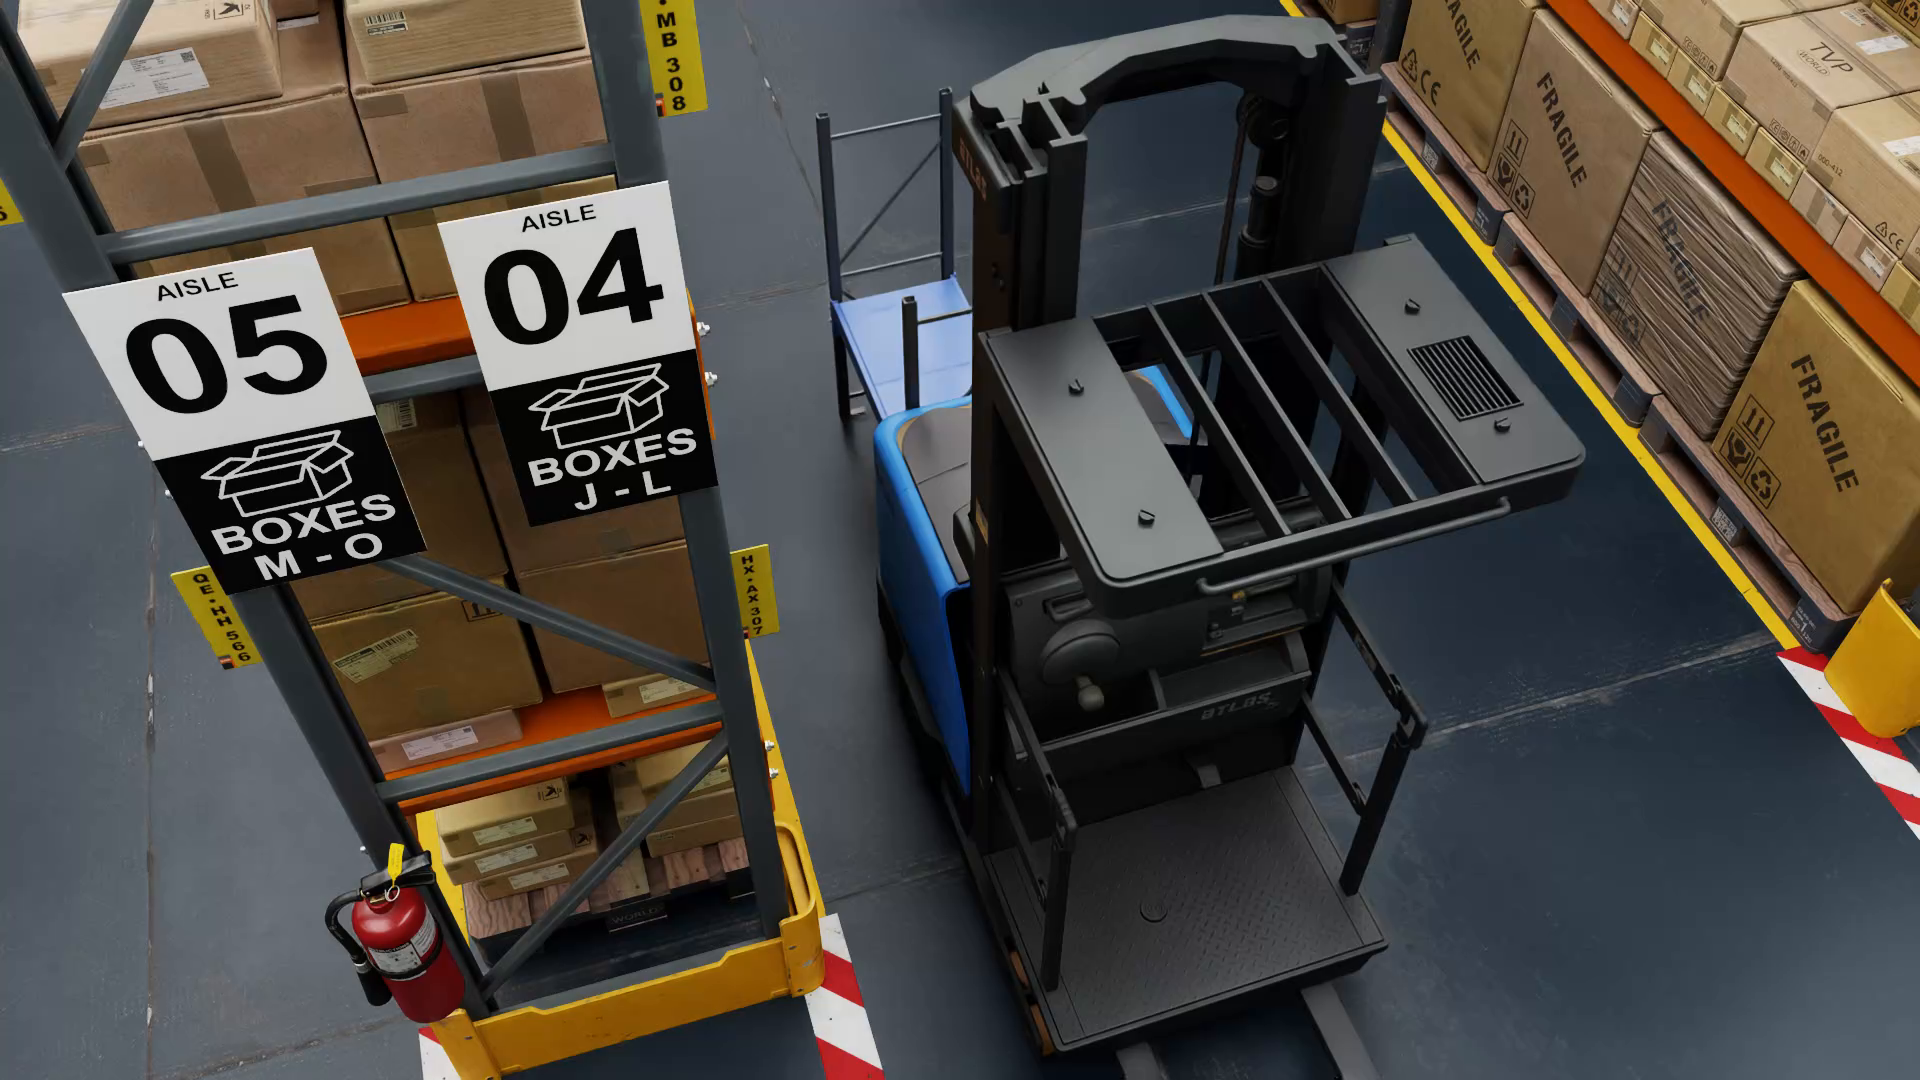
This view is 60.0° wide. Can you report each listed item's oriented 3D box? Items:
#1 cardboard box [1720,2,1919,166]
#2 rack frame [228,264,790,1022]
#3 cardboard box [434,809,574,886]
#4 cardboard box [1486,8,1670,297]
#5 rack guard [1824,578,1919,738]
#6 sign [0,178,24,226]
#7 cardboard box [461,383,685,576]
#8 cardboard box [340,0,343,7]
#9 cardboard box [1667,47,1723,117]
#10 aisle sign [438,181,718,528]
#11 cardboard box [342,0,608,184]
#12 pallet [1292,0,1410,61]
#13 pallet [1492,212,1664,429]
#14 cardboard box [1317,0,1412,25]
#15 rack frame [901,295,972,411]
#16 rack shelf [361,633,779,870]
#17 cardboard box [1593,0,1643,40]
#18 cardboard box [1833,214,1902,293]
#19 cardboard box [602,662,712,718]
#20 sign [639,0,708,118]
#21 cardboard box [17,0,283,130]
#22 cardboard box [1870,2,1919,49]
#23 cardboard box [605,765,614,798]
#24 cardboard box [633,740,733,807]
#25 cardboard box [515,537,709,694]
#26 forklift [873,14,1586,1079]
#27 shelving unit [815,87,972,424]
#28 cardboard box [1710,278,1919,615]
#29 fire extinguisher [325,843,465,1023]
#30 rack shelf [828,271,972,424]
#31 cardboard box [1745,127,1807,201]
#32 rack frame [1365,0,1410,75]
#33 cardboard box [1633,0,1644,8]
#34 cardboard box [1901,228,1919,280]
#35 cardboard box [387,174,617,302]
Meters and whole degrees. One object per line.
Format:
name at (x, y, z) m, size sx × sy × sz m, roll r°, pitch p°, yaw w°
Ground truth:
cardboard box at (3.067, -1.604, 5.833) m, size 0.500 × 0.250 × 0.500 m, roll -15°, pitch 51°, yaw -12°
rack frame at (-1.004, 0.528, 4.133) m, size 1.000 × 3.000 × 0.127 m, roll -13°, pitch 51°, yaw -11°
cardboard box at (-1.432, 0.895, 5.219) m, size 0.380 × 0.149 × 0.250 m, roll -15°, pitch 51°, yaw -12°
cardboard box at (2.966, -1.734, 7.155) m, size 0.875 × 0.875 × 0.875 m, roll -13°, pitch 51°, yaw -11°
rack guard at (3.772, 0.303, 5.957) m, size 1.175 × 0.500 × 0.348 m, roll -13°, pitch 51°, yaw -11°
sign at (-1.540, -0.613, 2.554) m, size 0.100 × 0.325 × 0.005 m, roll -13°, pitch 51°, yaw -11°
cardboard box at (-0.883, -0.310, 3.926) m, size 0.500 × 0.500 × 0.500 m, roll -14°, pitch 51°, yaw -11°
cardboard box at (-1.535, -1.204, 3.402) m, size 0.500 × 0.250 × 0.500 m, roll -15°, pitch 51°, yaw -12°
cardboard box at (2.893, -1.741, 6.210) m, size 0.380 × 0.149 × 0.250 m, roll -12°, pitch 51°, yaw -10°
aisle sign at (-0.695, -0.325, 3.151) m, size 0.394 × 0.787 × 0.004 m, roll -13°, pitch 51°, yaw -11°
cardboard box at (-0.888, -0.938, 3.178) m, size 0.500 × 0.250 × 0.500 m, roll -13°, pitch 51°, yaw -10°
pallet at (2.281, -3.089, 9.006) m, size 1.003 × 0.211 × 1.213 m, roll -13°, pitch 51°, yaw -11°
pallet at (3.096, -1.077, 7.309) m, size 1.003 × 0.211 × 1.213 m, roll -13°, pitch 51°, yaw -11°
cardboard box at (2.373, -3.355, 8.521) m, size 1.225 × 0.875 × 0.875 m, roll -13°, pitch 51°, yaw -11°
rack frame at (0.058, -0.327, 5.834) m, size 0.500 × 1.500 × 0.032 m, roll -14°, pitch 51°, yaw -12°
rack shelf at (-1.595, -0.701, 5.639) m, size 1.077 × 0.370 × 4.000 m, roll -13°, pitch 51°, yaw -11°
cardboard box at (2.735, -2.122, 6.531) m, size 0.380 × 0.149 × 0.250 m, roll -13°, pitch 51°, yaw -11°
cardboard box at (3.193, -0.998, 5.584) m, size 0.380 × 0.149 × 0.250 m, roll -13°, pitch 51°, yaw -11°
cardboard box at (-0.786, 0.298, 4.491) m, size 0.380 × 0.149 × 0.250 m, roll -14°, pitch 51°, yaw -11°
sign at (-0.485, -0.843, 2.755) m, size 0.100 × 0.325 × 0.005 m, roll -13°, pitch 51°, yaw -11°
cardboard box at (-1.383, -0.857, 2.848) m, size 0.380 × 0.149 × 0.250 m, roll -14°, pitch 51°, yaw -11°
cardboard box at (3.575, -1.725, 5.935) m, size 0.500 × 0.250 × 0.500 m, roll -15°, pitch 51°, yaw -12°
cardboard box at (-1.008, 0.684, 5.591) m, size 0.380 × 0.149 × 0.250 m, roll -13°, pitch 51°, yaw -11°
cardboard box at (-0.834, 0.660, 5.222) m, size 0.380 × 0.149 × 0.250 m, roll -15°, pitch 52°, yaw -13°
cardboard box at (-0.872, 0.009, 4.310) m, size 0.500 × 0.500 × 0.500 m, roll -11°, pitch 51°, yaw -9°
forklift at (0.648, 0.295, 4.374) m, size 1.130 × 2.935 × 3.031 m, roll -14°, pitch 51°, yaw -12°
shelving unit at (-0.104, -0.695, 6.145) m, size 0.538 × 1.500 × 1.048 m, roll -14°, pitch 51°, yaw -12°
cardboard box at (3.499, -0.420, 6.047) m, size 0.875 × 0.875 × 0.875 m, roll -13°, pitch 51°, yaw -11°
fire extinguisher at (-1.370, 0.961, 4.062) m, size 0.296 × 0.674 × 0.183 m, roll -13°, pitch 51°, yaw -11°
rack shelf at (-0.104, -0.579, 6.282) m, size 0.538 × 0.185 × 1.000 m, roll -14°, pitch 51°, yaw -12°
cardboard box at (3.041, -1.370, 5.897) m, size 0.380 × 0.149 × 0.250 m, roll -14°, pitch 51°, yaw -12°
rack frame at (2.582, -3.441, 7.479) m, size 1.000 × 3.000 × 0.127 m, roll -13°, pitch 51°, yaw -11°
cardboard box at (2.771, -2.345, 6.458) m, size 0.500 × 0.250 × 0.500 m, roll -12°, pitch 51°, yaw -10°
cardboard box at (3.368, -0.861, 5.207) m, size 0.500 × 0.250 × 0.500 m, roll -14°, pitch 51°, yaw -12°
cardboard box at (-0.892, -0.776, 3.368) m, size 0.500 × 0.250 × 0.500 m, roll -12°, pitch 51°, yaw -10°
